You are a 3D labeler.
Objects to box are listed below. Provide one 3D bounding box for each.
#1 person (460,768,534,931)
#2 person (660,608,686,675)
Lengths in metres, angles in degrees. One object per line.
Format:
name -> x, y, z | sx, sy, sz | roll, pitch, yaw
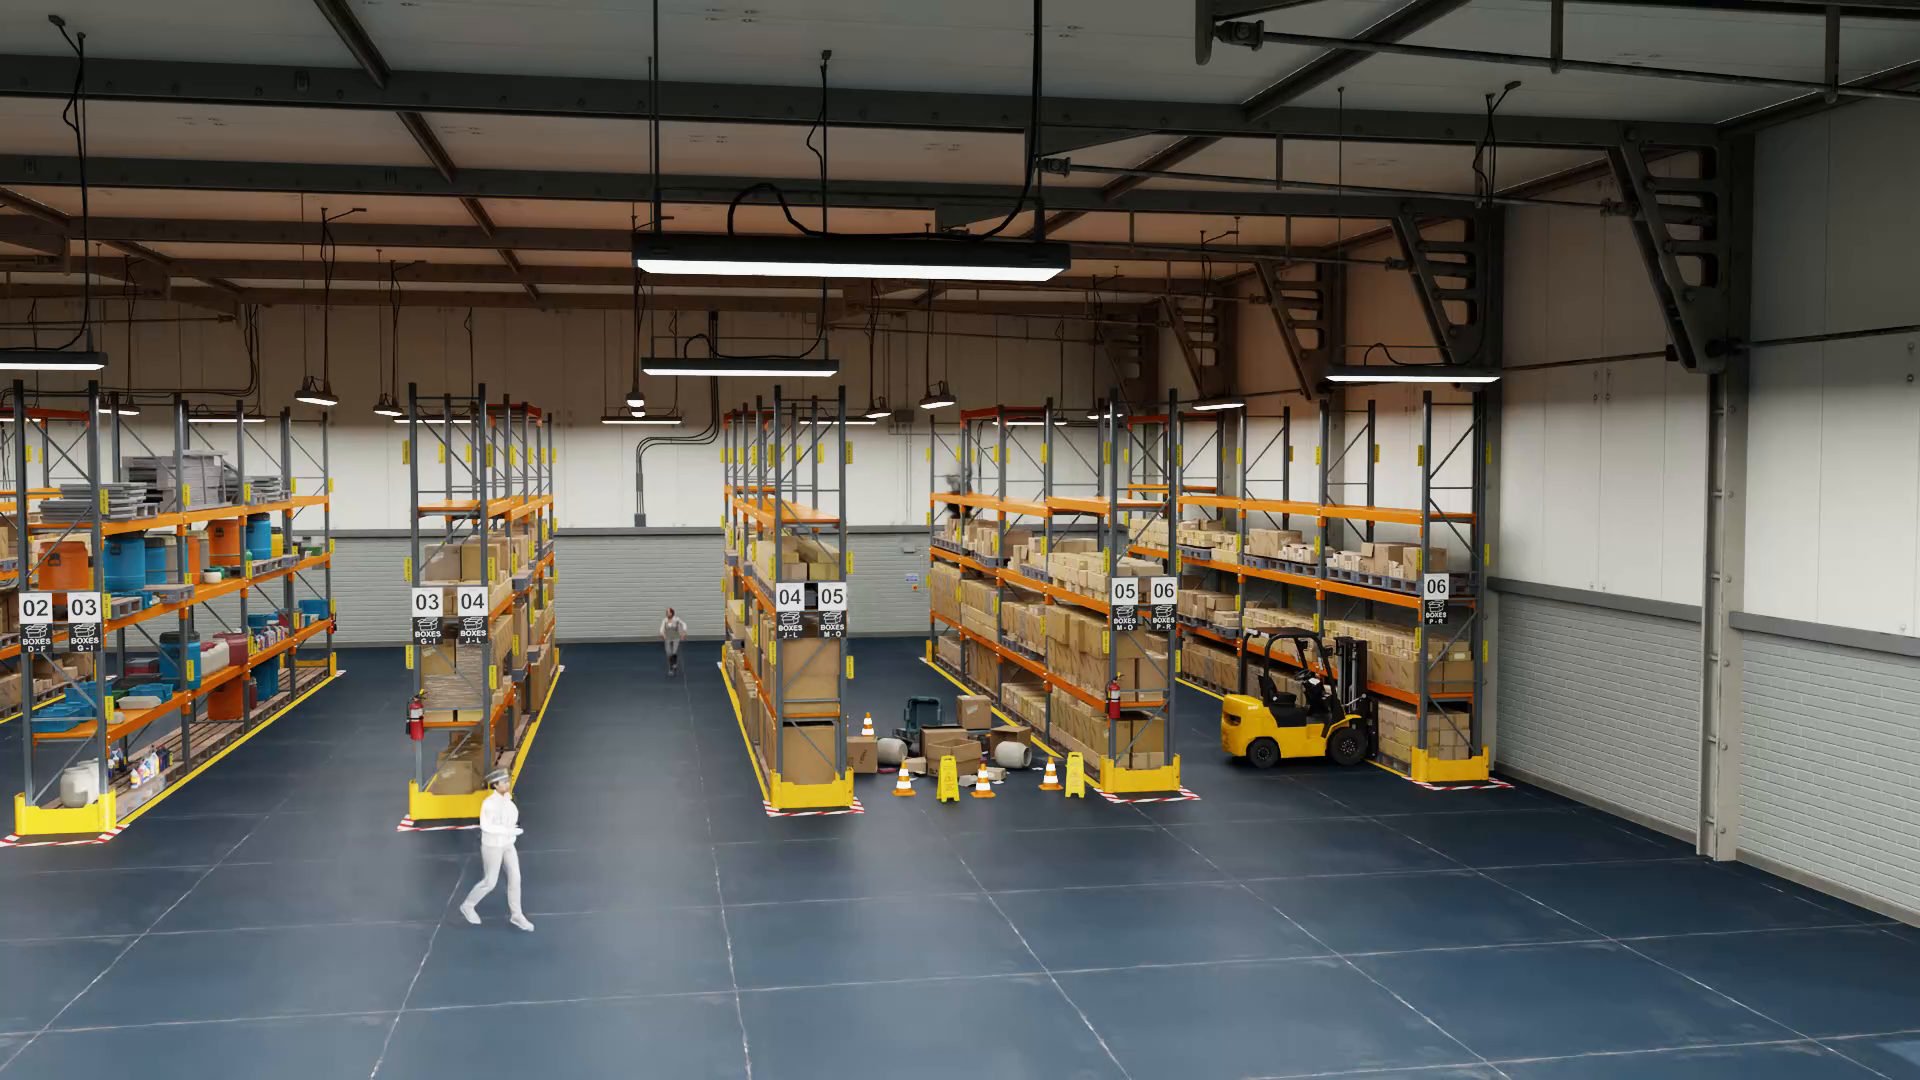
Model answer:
person -> -4.902, 3.260, 17.606 | 0.818, 1.727, 0.630 | 1, 3, 19
person -> -6.524, 2.307, 37.719 | 0.565, 1.549, 0.693 | 0, 3, 3
